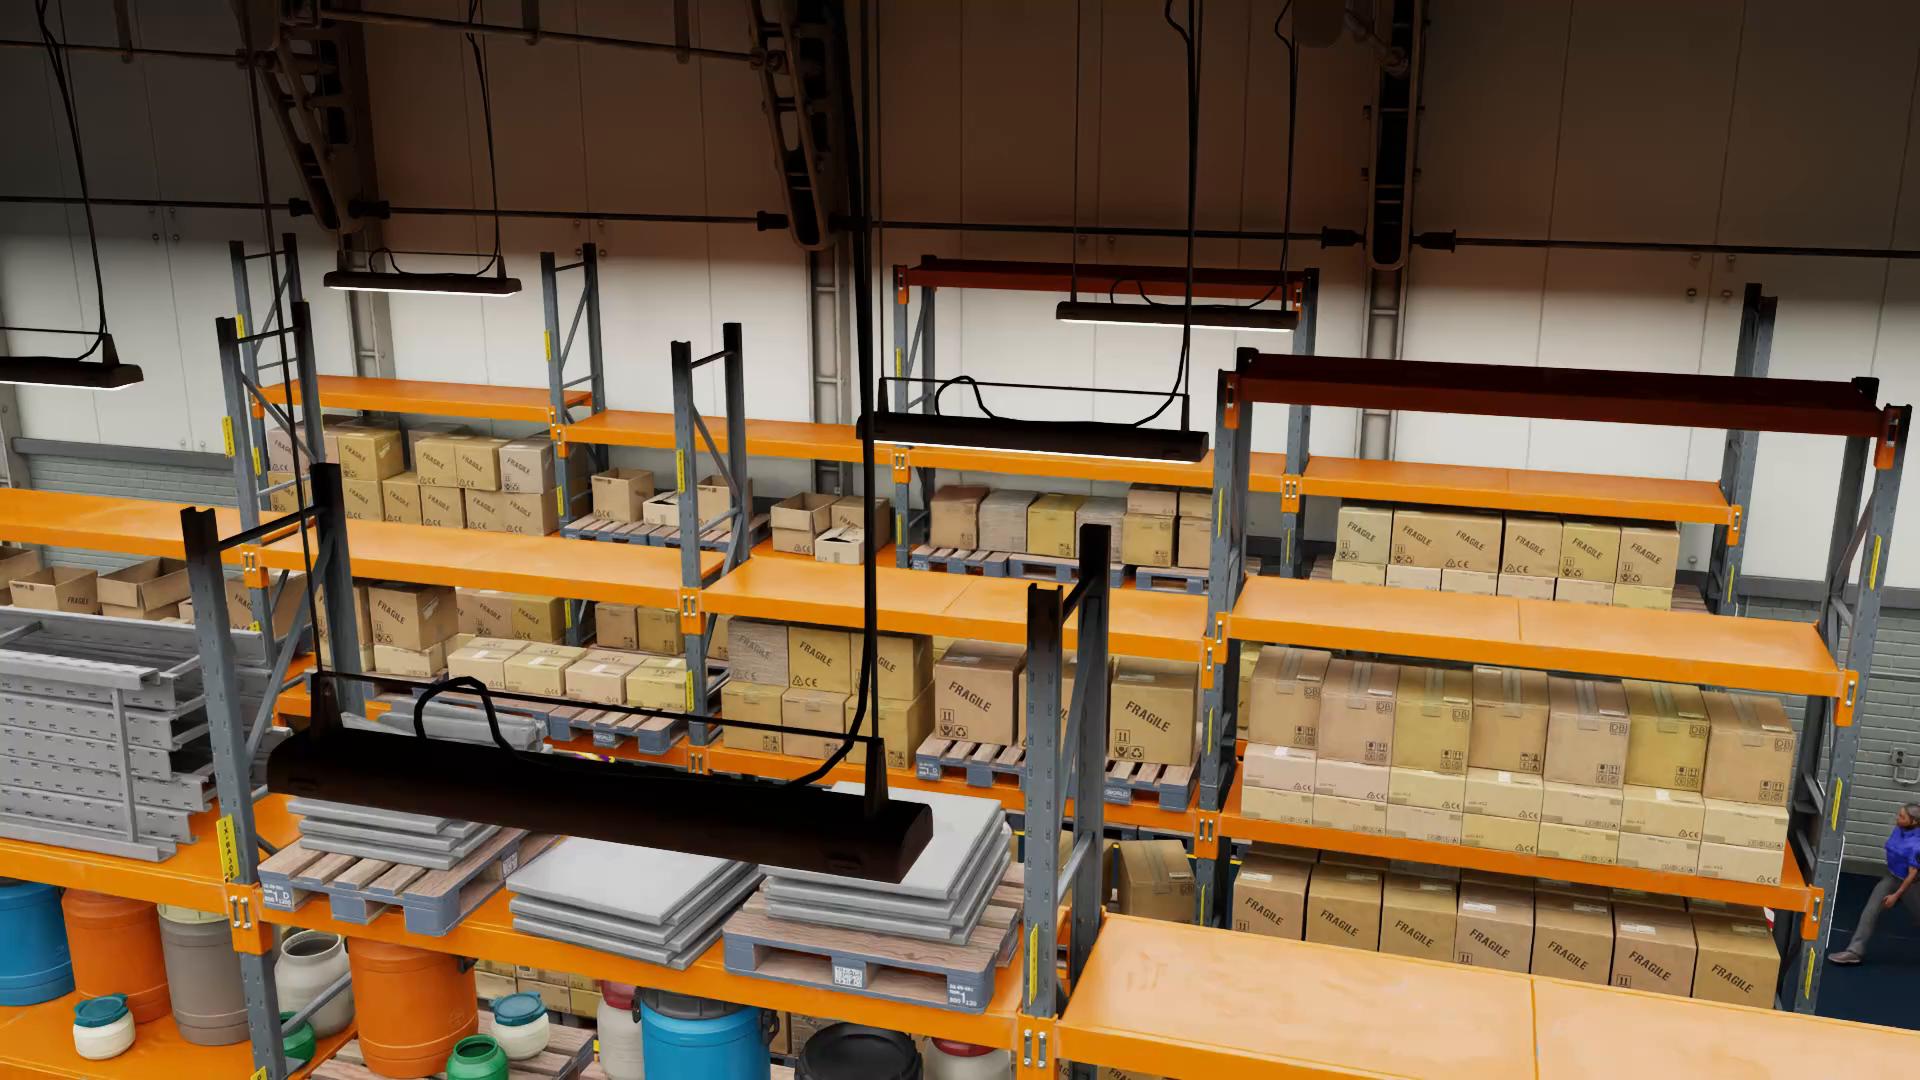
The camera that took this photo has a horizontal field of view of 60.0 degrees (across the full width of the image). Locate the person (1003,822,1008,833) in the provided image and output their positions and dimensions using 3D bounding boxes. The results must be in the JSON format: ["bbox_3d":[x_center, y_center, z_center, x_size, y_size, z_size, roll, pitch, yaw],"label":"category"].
[{"bbox_3d":[0.306,2.710,15.155,0.281,1.008,0.503,5,17,17],"label":"person"}]

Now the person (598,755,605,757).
[{"bbox_3d":[-3.563,2.284,16.397,0.295,1.080,0.611,8,18,25],"label":"person"}]

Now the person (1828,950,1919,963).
[{"bbox_3d":[8.499,3.740,15.192,1.079,0.267,0.320,-3,16,-10],"label":"person"}]
